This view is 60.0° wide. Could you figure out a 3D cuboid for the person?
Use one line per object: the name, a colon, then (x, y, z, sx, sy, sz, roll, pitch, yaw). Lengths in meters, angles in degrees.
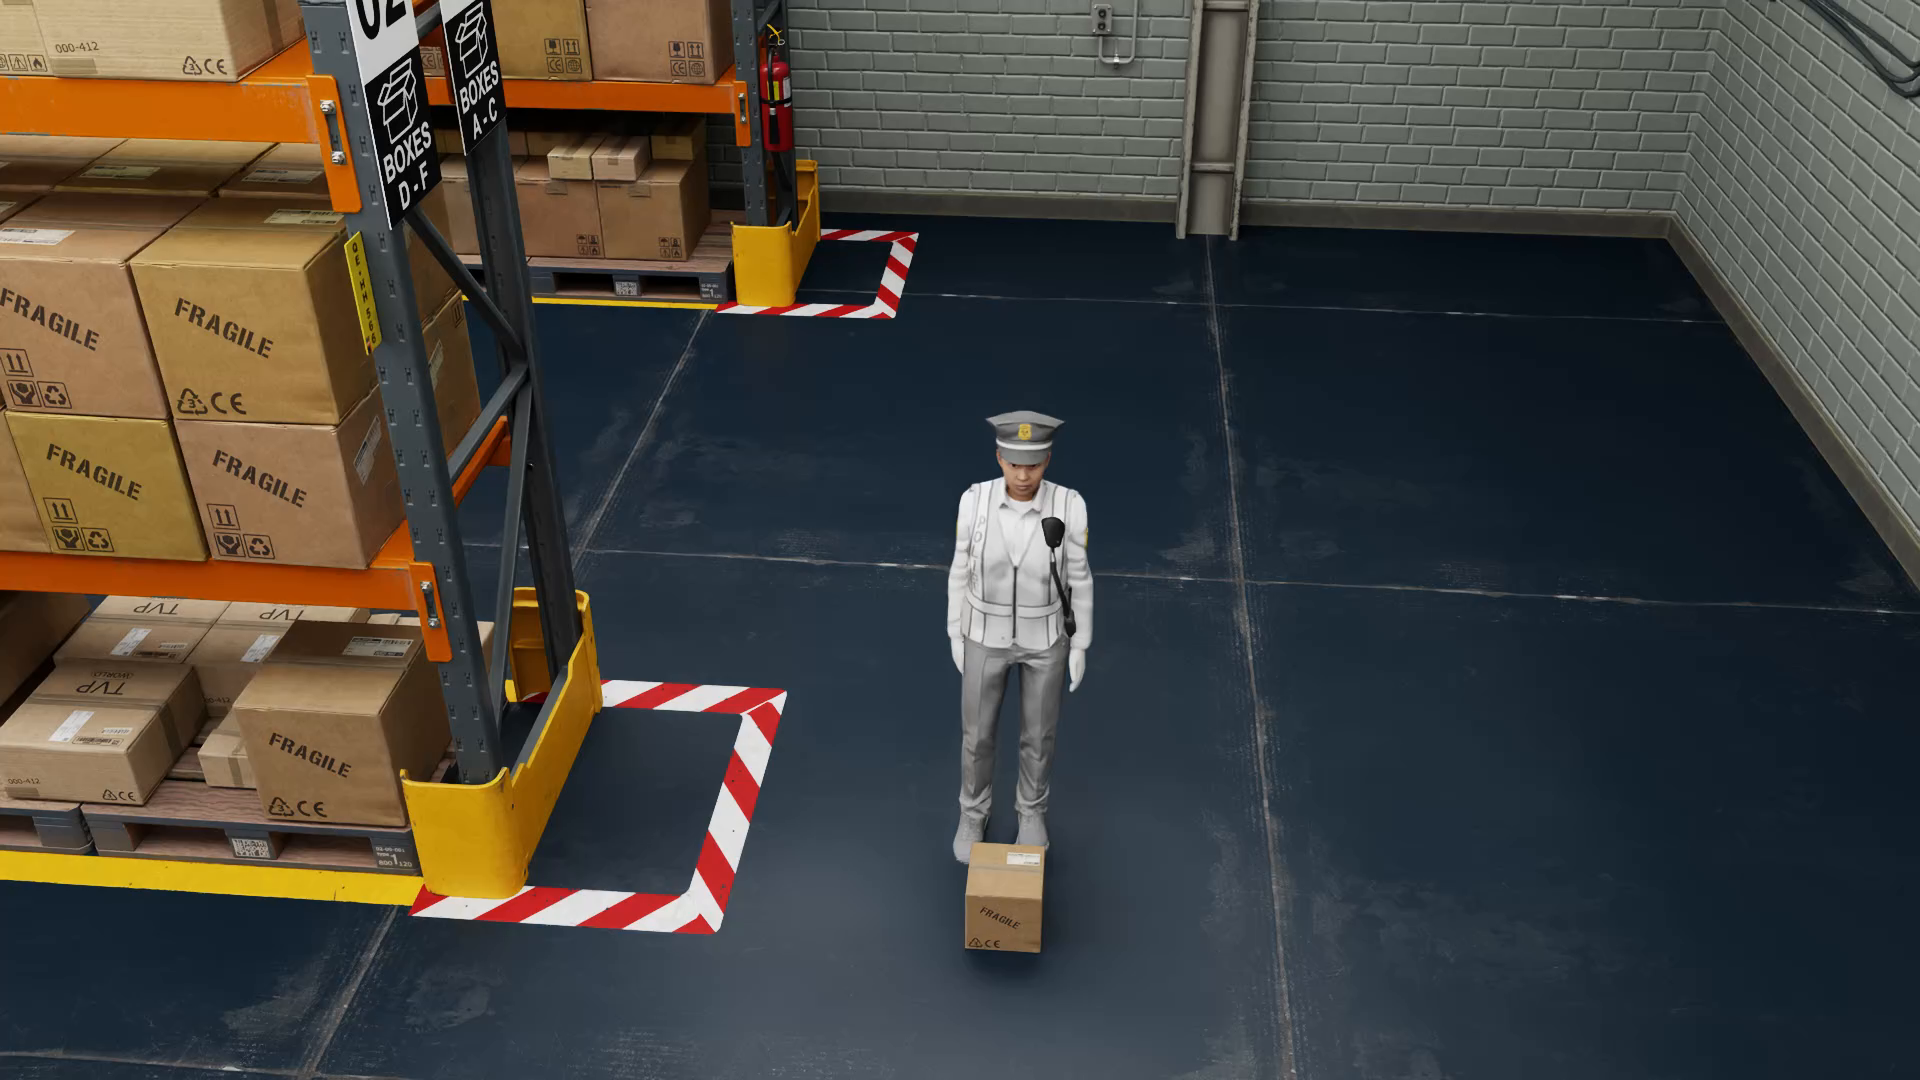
person: (0.197, 0.355, 5.580, 0.490, 1.732, 0.392, 3, 32, 5)
